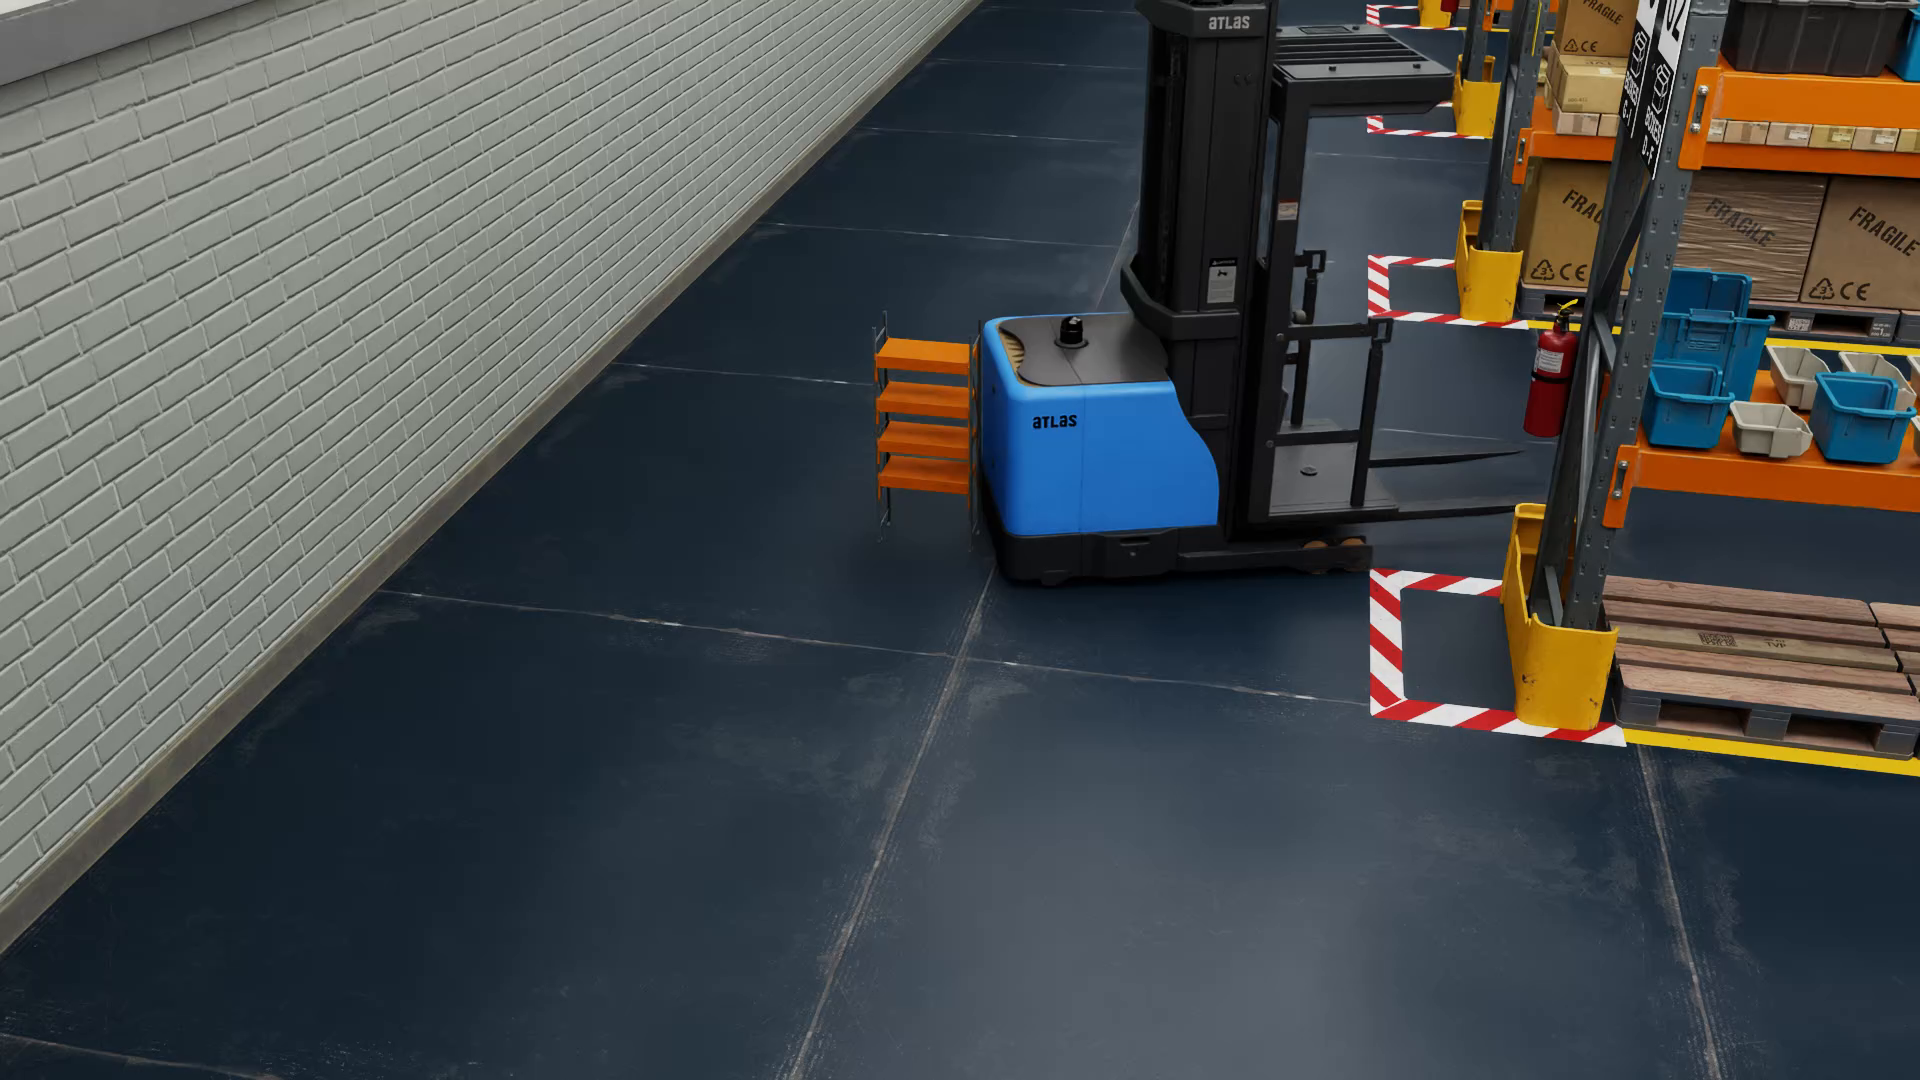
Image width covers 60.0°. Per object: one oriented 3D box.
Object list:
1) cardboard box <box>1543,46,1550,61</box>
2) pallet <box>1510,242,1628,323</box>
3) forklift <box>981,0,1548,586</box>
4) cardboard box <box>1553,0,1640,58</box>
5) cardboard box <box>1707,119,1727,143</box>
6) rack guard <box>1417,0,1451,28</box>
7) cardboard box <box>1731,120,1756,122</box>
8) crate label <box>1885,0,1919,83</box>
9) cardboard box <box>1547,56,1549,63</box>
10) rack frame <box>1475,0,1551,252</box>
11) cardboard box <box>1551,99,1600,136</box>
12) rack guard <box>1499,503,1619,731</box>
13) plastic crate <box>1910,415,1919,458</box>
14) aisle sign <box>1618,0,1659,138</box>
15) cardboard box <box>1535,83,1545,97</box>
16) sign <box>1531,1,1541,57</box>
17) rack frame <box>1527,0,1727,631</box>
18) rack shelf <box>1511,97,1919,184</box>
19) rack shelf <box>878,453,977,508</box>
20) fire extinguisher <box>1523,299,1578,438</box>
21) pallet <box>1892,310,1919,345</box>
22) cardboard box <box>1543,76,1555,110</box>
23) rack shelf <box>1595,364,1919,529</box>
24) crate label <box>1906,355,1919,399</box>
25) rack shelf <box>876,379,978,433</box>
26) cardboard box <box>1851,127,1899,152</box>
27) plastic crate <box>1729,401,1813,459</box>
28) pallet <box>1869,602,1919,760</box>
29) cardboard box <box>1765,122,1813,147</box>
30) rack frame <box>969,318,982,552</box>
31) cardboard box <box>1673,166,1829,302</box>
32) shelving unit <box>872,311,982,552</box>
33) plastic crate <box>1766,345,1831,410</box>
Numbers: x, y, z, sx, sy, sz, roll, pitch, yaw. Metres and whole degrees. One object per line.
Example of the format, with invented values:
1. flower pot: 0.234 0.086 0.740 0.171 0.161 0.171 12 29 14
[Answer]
1. cardboard box: 5.728 -4.627 15.989 0.250 0.149 0.380 6 29 12
2. pallet: 4.588 -1.832 11.877 1.213 0.211 1.003 6 29 11
3. forklift: 1.657 -1.361 8.183 3.031 2.935 1.130 -4 29 -6
4. cardboard box: 4.321 -3.567 11.208 0.500 0.500 0.500 6 29 11
5. cardboard box: 4.825 -2.722 10.860 0.250 0.149 0.380 5 29 10
6. rack guard: 5.835 -6.659 20.393 0.348 0.500 1.175 6 29 11
7. cardboard box: 5.203 -2.888 10.747 0.500 0.250 0.500 5 29 9
8. crate label: 3.590 -1.779 5.907 0.502 0.251 0.408 6 29 11
9. cardboard box: 5.660 -4.430 15.629 0.250 0.149 0.380 6 29 11
10. rack frame: 3.789 -3.099 11.287 0.127 3.000 1.000 6 29 11
11. cardboard box: 4.068 -2.798 10.999 0.250 0.149 0.380 6 29 11
12. rack guard: 2.729 0.327 7.632 0.348 0.500 1.175 6 29 11
13. plastic crate: 3.888 -0.365 6.505 0.298 0.136 0.250 6 29 11
14. aisle sign: 2.746 -2.058 6.678 0.004 0.787 0.394 6 29 11
15. cardboard box: 5.383 -4.309 15.719 0.250 0.149 0.380 7 29 13
16. sign: 3.668 -3.253 10.585 0.005 0.325 0.100 6 29 11
17. rack frame: 2.755 -0.773 7.038 0.127 3.000 1.000 6 29 11
18. rack shelf: 5.745 -2.583 11.093 4.000 0.370 1.077 6 29 11
19. rack shelf: -0.162 -0.310 8.620 0.480 0.148 0.258 6 29 11
20. fire extinguisher: 2.702 -0.804 7.564 0.183 0.674 0.296 6 29 11
21. pallet: 6.974 -1.588 11.430 1.213 0.211 1.003 6 29 11
22. cardboard box: 4.206 -3.108 11.564 0.250 0.149 0.380 6 29 12
23. rack shelf: 4.711 -0.257 6.845 4.000 0.370 1.077 6 29 11
24. crate label: 4.148 -0.635 6.998 0.243 0.136 0.396 6 29 11
25. rack shelf: -0.162 -0.680 8.417 0.480 0.148 0.258 6 29 11
26. cardboard box: 5.829 -2.619 10.672 0.250 0.149 0.380 6 29 11
27. plastic crate: 3.224 -0.433 6.630 0.298 0.136 0.250 6 29 11
28. pallet: 4.743 0.675 7.298 1.213 0.211 1.003 6 29 11
29. cardboard box: 5.326 -2.670 10.766 0.250 0.149 0.380 6 29 10
30. rack frame: 0.077 -0.518 8.448 0.015 1.200 0.240 6 29 11
31. cardboard box: 5.322 -2.233 11.481 0.875 0.875 0.875 6 29 11
32. shelving unit: -0.162 -0.543 8.492 0.503 1.200 0.258 6 29 11
33. plastic crate: 3.590 -0.687 7.093 0.243 0.136 0.396 6 29 11
